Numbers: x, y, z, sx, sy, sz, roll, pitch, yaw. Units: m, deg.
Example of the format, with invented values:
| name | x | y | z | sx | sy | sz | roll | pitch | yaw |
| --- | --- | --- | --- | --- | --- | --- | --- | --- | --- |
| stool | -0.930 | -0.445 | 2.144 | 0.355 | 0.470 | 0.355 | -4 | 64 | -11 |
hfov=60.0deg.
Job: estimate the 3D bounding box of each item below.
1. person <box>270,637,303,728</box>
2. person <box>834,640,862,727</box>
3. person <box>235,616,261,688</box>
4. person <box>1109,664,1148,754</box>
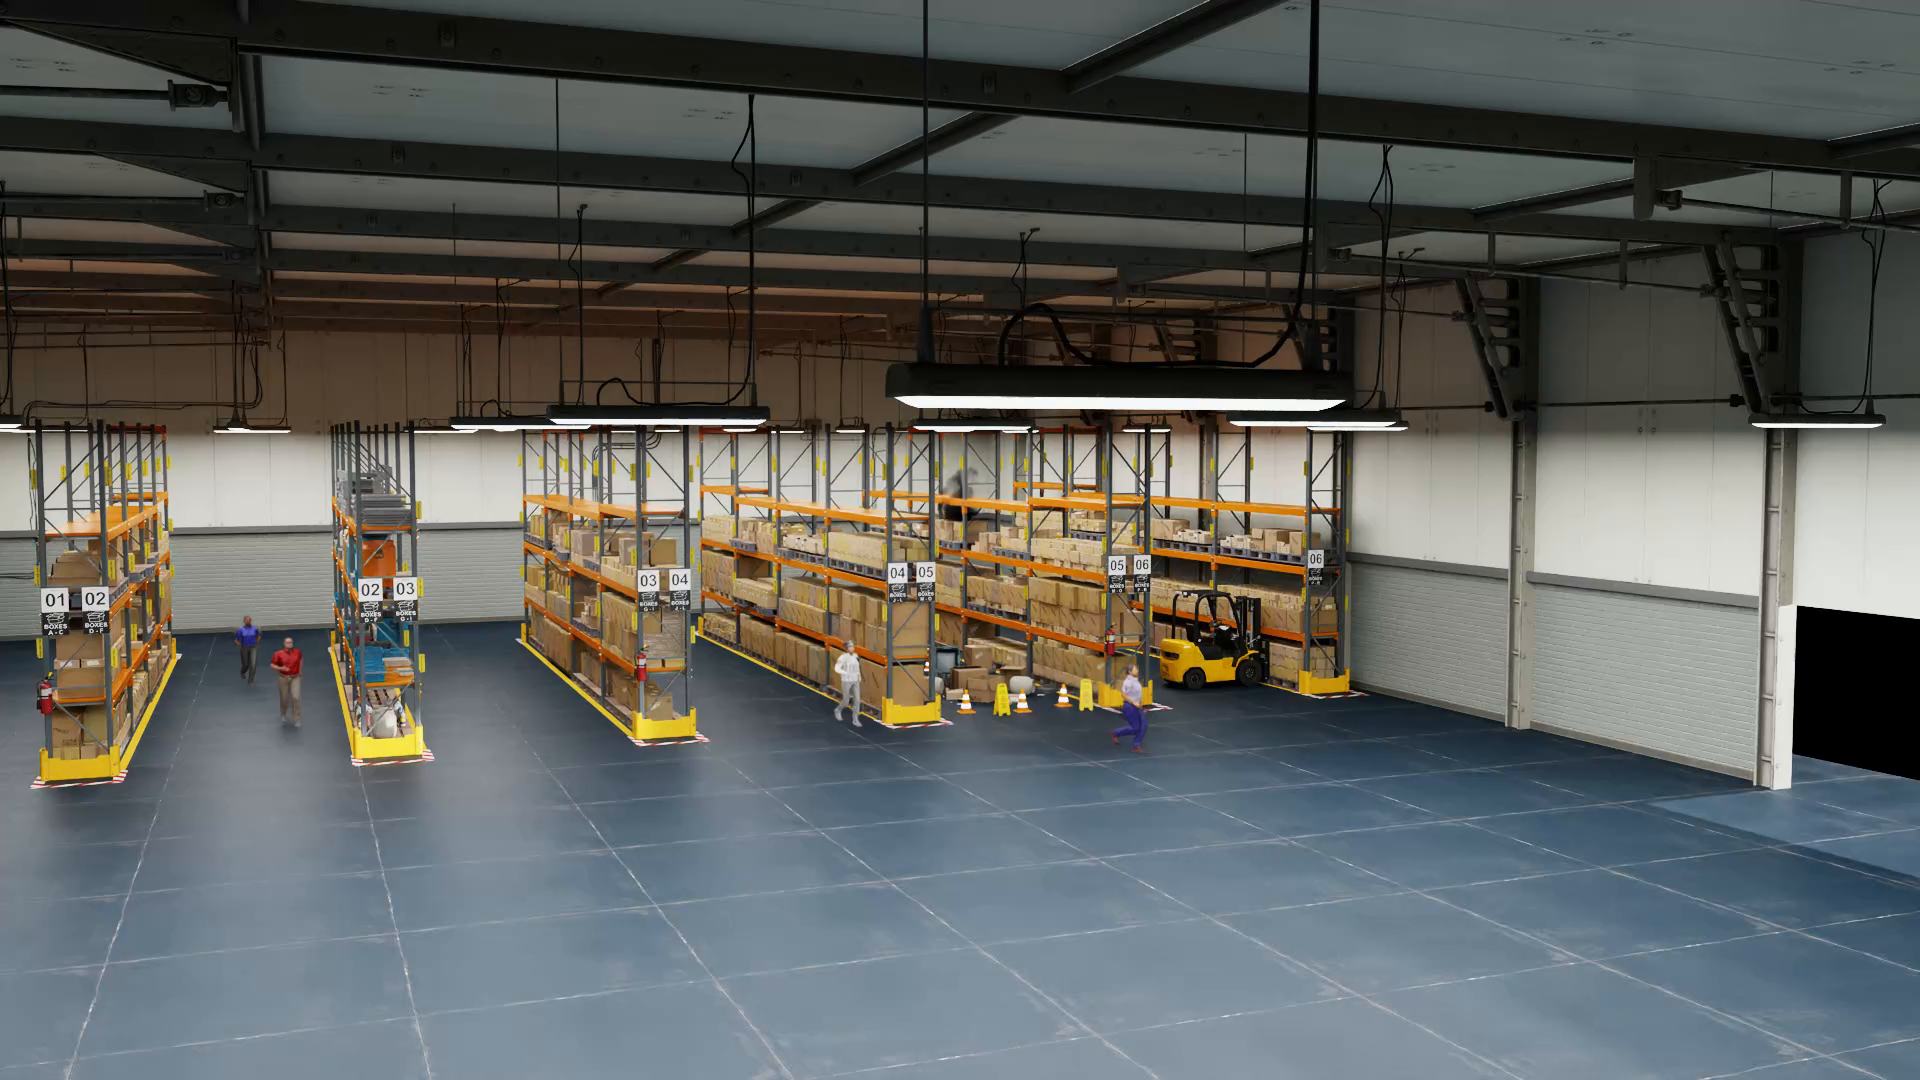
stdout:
| name | x | y | z | sx | sy | sz | roll | pitch | yaw |
| --- | --- | --- | --- | --- | --- | --- | --- | --- | --- |
| person | -13.304 | 2.814 | 32.913 | 0.646 | 1.786 | 0.825 | -2 | 4 | -32 |
| person | -2.202 | 2.826 | 32.968 | 0.625 | 1.708 | 0.765 | -2 | 4 | -33 |
| person | -16.306 | 2.546 | 38.107 | 0.577 | 1.636 | 0.711 | -2 | 4 | -34 |
| person | 3.075 | 3.051 | 30.112 | 0.685 | 1.623 | 0.608 | 1 | 4 | 22 |
